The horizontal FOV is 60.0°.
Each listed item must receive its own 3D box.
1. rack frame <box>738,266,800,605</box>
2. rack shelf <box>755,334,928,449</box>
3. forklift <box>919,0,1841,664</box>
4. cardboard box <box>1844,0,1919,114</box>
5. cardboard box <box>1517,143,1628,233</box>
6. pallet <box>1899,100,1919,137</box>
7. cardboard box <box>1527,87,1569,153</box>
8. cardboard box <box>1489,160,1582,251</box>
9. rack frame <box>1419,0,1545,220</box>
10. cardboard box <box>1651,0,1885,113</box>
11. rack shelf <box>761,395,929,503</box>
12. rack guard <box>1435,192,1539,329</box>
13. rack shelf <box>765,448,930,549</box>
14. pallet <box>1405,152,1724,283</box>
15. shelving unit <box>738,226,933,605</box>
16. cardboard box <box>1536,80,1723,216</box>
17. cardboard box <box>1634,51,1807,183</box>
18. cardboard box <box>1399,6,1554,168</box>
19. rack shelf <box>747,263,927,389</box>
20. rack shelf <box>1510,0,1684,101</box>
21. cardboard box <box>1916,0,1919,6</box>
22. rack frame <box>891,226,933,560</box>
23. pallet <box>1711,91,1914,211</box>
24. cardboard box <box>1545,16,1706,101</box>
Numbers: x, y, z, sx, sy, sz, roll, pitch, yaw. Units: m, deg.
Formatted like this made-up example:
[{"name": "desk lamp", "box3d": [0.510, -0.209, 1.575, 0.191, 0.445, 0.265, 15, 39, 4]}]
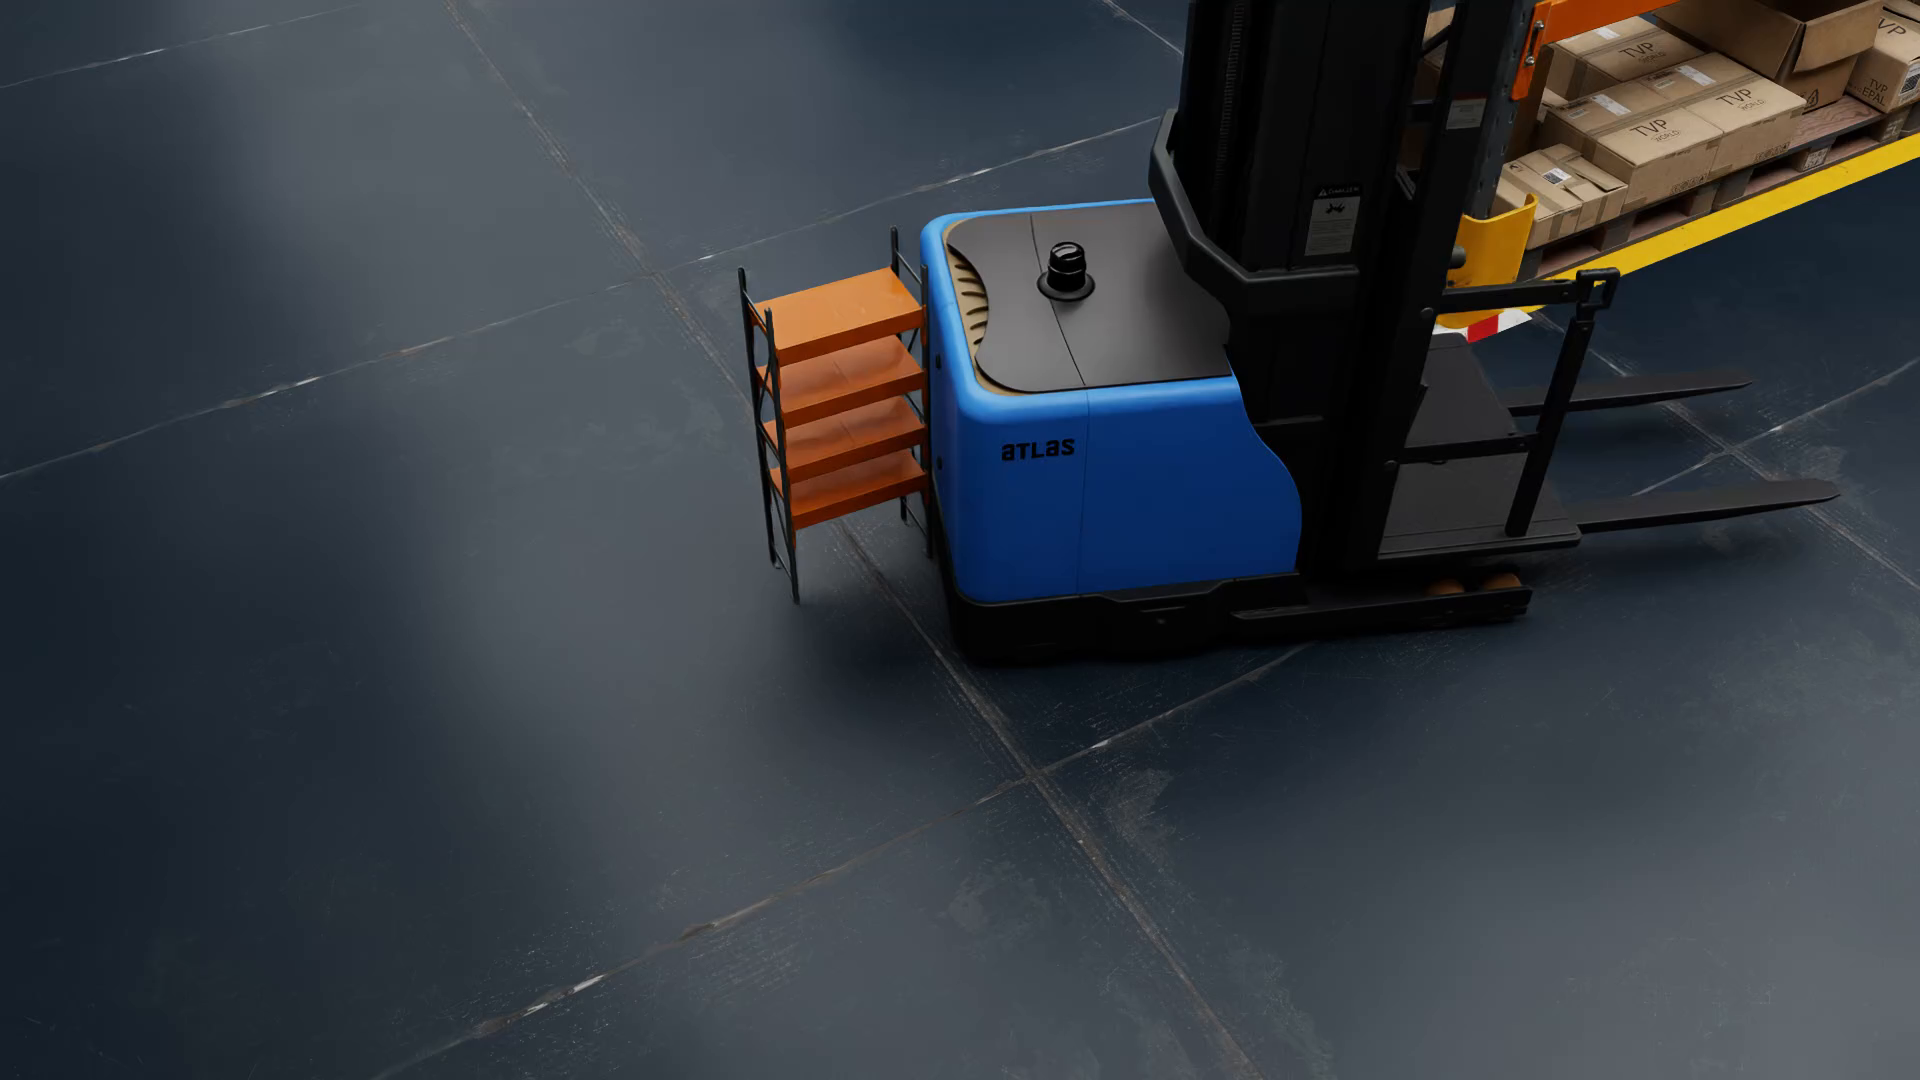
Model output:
[{"name": "rack frame", "box3d": [-0.590, -0.291, 5.189, 0.015, 1.200, 0.240, -18, 47, -18]}, {"name": "rack shelf", "box3d": [-0.370, -0.477, 5.155, 0.480, 0.148, 0.258, -18, 47, -18]}, {"name": "forklift", "box3d": [1.420, -1.127, 4.807, 3.031, 2.935, 1.130, -6, 44, -6]}, {"name": "cardboard box", "box3d": [4.204, -2.236, 7.515, 0.500, 0.311, 0.500, -22, 48, -21]}, {"name": "cardboard box", "box3d": [2.490, -1.450, 6.808, 0.250, 0.166, 0.380, -22, 48, -21]}, {"name": "pallet", "box3d": [4.611, -2.433, 8.106, 1.213, 0.211, 1.003, -22, 48, -21]}, {"name": "cardboard box", "box3d": [2.483, -1.849, 7.220, 0.250, 0.166, 0.380, -22, 48, -21]}, {"name": "cardboard box", "box3d": [2.273, -1.357, 6.725, 0.250, 0.149, 0.380, -22, 48, -21]}, {"name": "rack frame", "box3d": [1.739, -2.284, 5.950, 0.127, 3.000, 1.000, -22, 48, -21]}, {"name": "cardboard box", "box3d": [3.580, -2.279, 7.421, 0.637, 0.503, 0.797, -22, 48, -21]}, {"name": "rack shelf", "box3d": [-0.370, -0.316, 5.311, 0.480, 0.148, 0.258, -18, 47, -18]}, {"name": "rack guard", "box3d": [1.805, -1.413, 6.847, 0.348, 0.500, 1.175, -22, 48, -21]}, {"name": "rack shelf", "box3d": [-0.370, -0.174, 5.449, 0.480, 0.148, 0.258, -18, 47, -18]}, {"name": "pallet", "box3d": [2.495, -1.587, 7.234, 1.213, 0.211, 1.003, -22, 48, -21]}, {"name": "shelving unit", "box3d": [-0.370, -0.365, 5.264, 0.503, 1.200, 0.258, -18, 47, -18]}, {"name": "cardboard box", "box3d": [2.785, -1.646, 6.951, 0.500, 0.250, 0.500, -22, 48, -21]}, {"name": "cardboard box", "box3d": [3.218, -1.819, 7.129, 0.500, 0.250, 0.500, -22, 48, -21]}, {"name": "cardboard box", "box3d": [2.087, -1.882, 7.015, 0.500, 0.500, 0.500, -22, 48, -21]}, {"name": "rack shelf", "box3d": [-0.370, -0.647, 4.991, 0.480, 0.148, 0.258, -18, 47, -18]}, {"name": "rack shelf", "box3d": [3.473, -2.720, 6.915, 4.000, 0.370, 1.077, -22, 48, -21]}, {"name": "cardboard box", "box3d": [4.854, -2.564, 7.717, 0.500, 0.500, 0.500, -22, 48, -21]}, {"name": "rack frame", "box3d": [-0.150, -0.438, 5.340, 0.015, 1.200, 0.240, -18, 47, -18]}, {"name": "pallet", "box3d": [3.552, -2.007, 7.667, 1.213, 0.211, 1.003, -22, 48, -21]}, {"name": "cardboard box", "box3d": [2.926, -2.104, 7.423, 0.500, 0.250, 0.500, -22, 48, -21]}]
